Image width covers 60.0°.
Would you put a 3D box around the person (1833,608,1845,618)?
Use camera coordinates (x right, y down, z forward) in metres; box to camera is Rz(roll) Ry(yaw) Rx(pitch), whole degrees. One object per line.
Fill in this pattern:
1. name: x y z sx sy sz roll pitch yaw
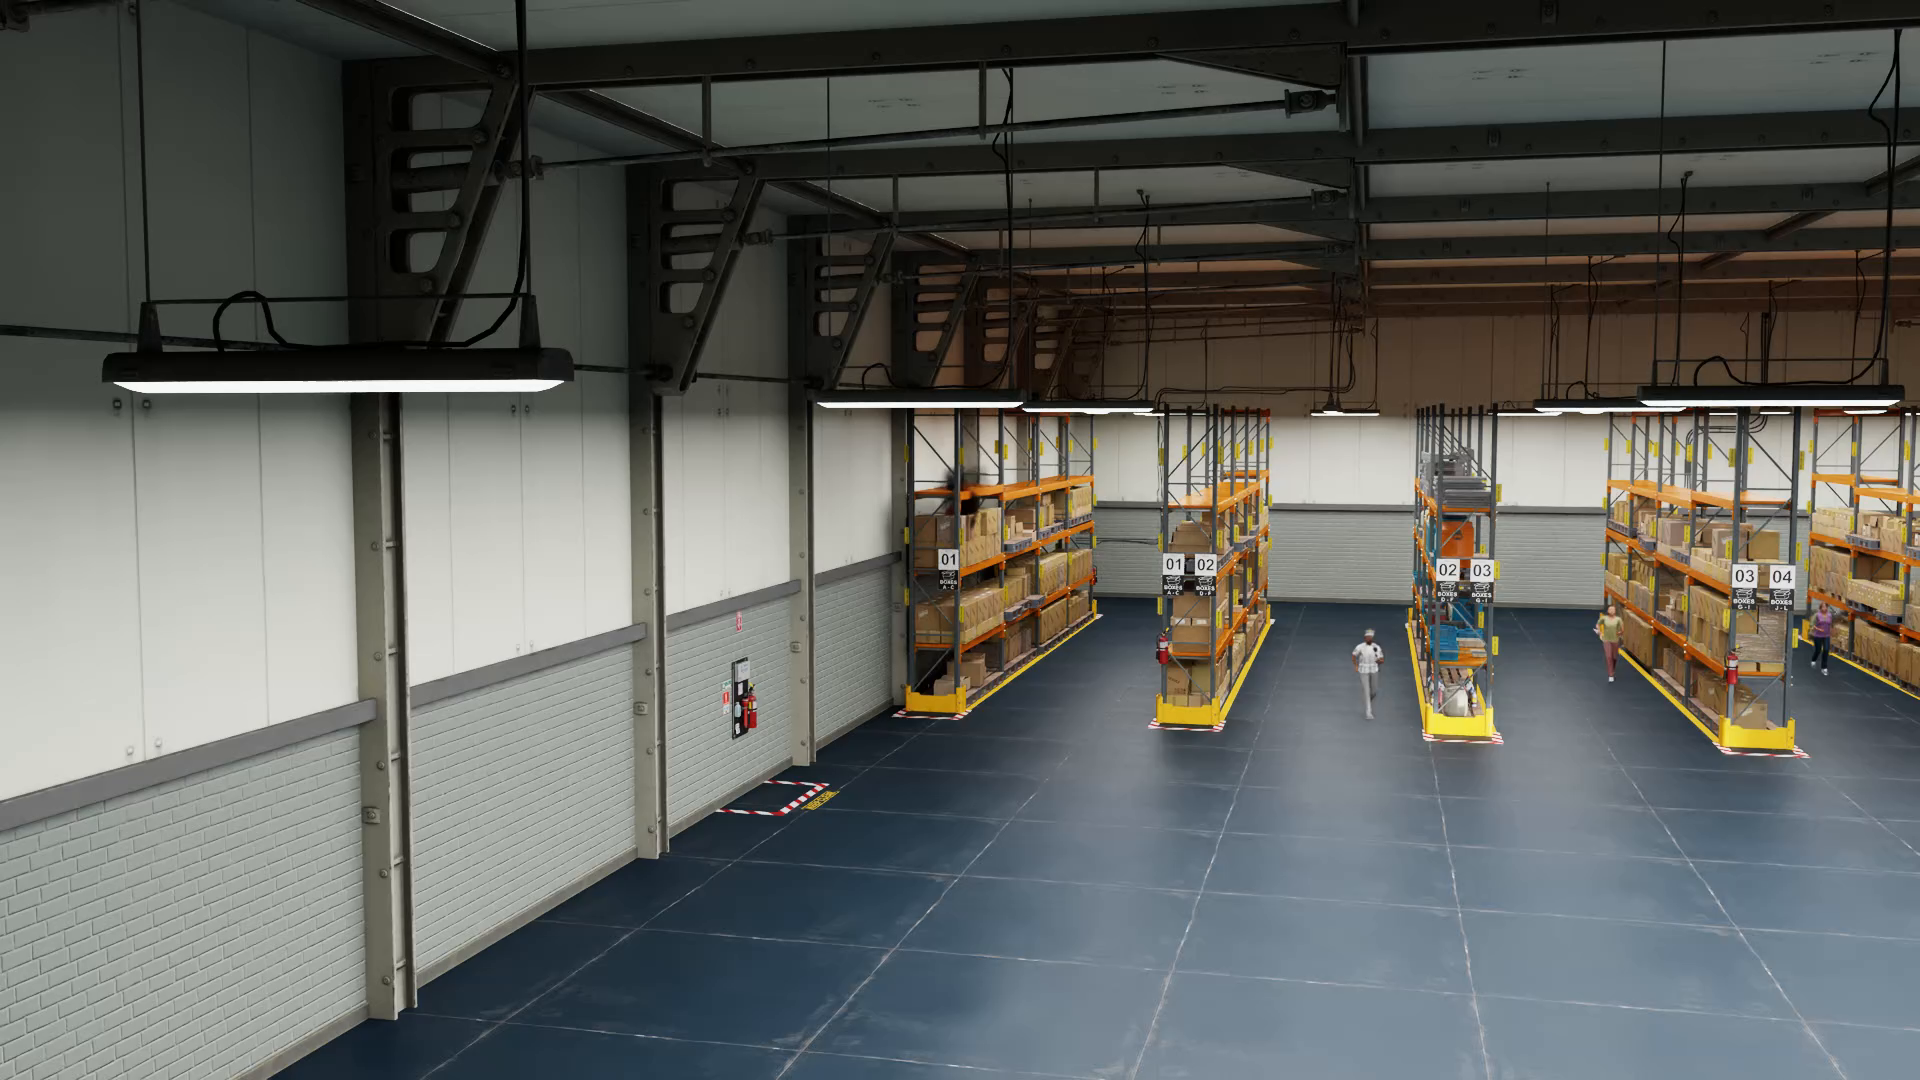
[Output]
1. person: 23.512 1.651 44.233 0.770 1.712 0.671 1 4 17

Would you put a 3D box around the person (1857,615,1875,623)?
1. person: 23.753 1.675 43.566 0.731 1.744 0.956 -2 5 -25

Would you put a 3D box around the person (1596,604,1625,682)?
1. person: 14.233 2.232 36.375 0.584 1.662 0.839 1 4 14

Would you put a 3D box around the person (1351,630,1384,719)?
1. person: 7.830 2.544 31.901 0.583 1.667 0.923 0 4 -1

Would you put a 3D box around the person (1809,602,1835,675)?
1. person: 19.450 2.203 37.518 0.563 1.597 0.774 1 4 12
